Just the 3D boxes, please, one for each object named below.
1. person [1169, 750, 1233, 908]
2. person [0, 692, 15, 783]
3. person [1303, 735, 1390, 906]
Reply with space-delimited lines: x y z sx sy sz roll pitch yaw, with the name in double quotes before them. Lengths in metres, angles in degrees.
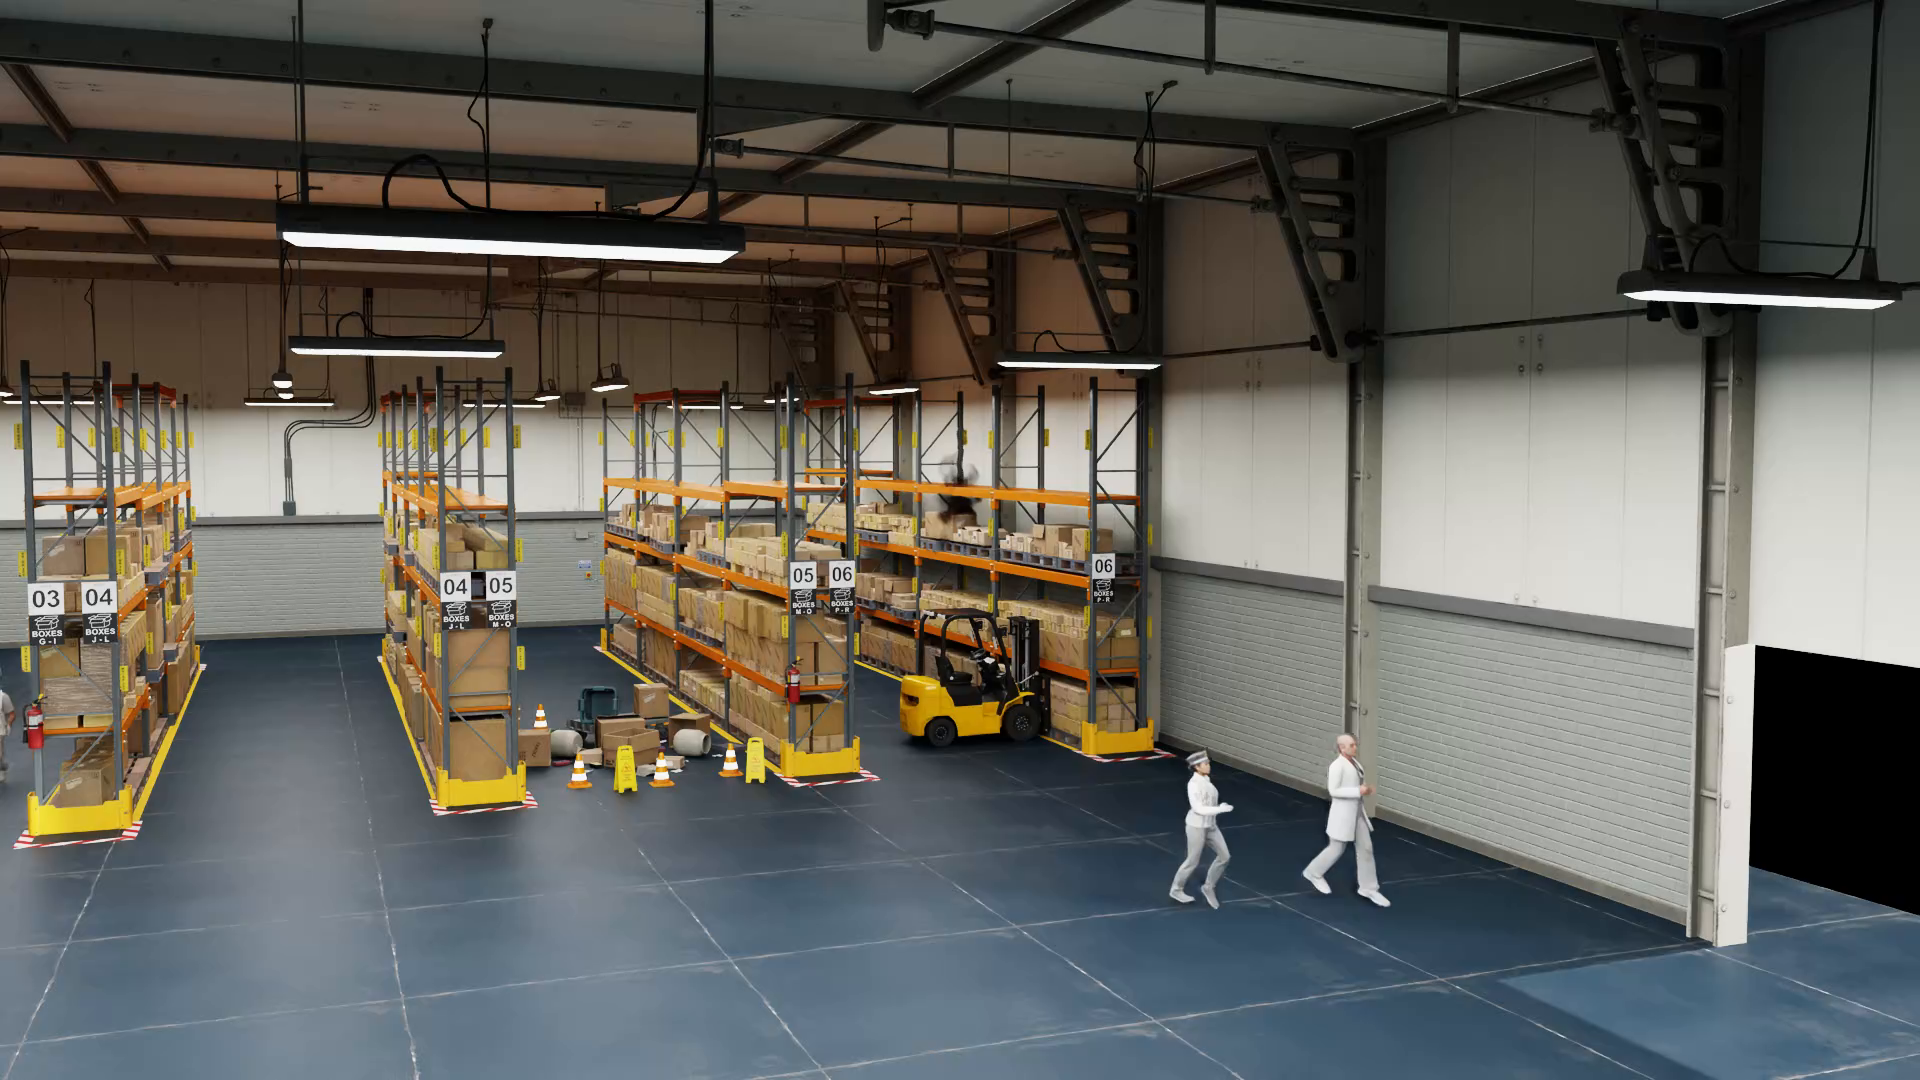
"person" 2.592 3.093 17.769 0.703 1.720 0.579 2 4 33
"person" -13.625 2.731 23.345 0.663 1.746 0.813 -1 4 -21
"person" 4.178 3.005 18.012 0.986 1.808 0.701 3 5 43
